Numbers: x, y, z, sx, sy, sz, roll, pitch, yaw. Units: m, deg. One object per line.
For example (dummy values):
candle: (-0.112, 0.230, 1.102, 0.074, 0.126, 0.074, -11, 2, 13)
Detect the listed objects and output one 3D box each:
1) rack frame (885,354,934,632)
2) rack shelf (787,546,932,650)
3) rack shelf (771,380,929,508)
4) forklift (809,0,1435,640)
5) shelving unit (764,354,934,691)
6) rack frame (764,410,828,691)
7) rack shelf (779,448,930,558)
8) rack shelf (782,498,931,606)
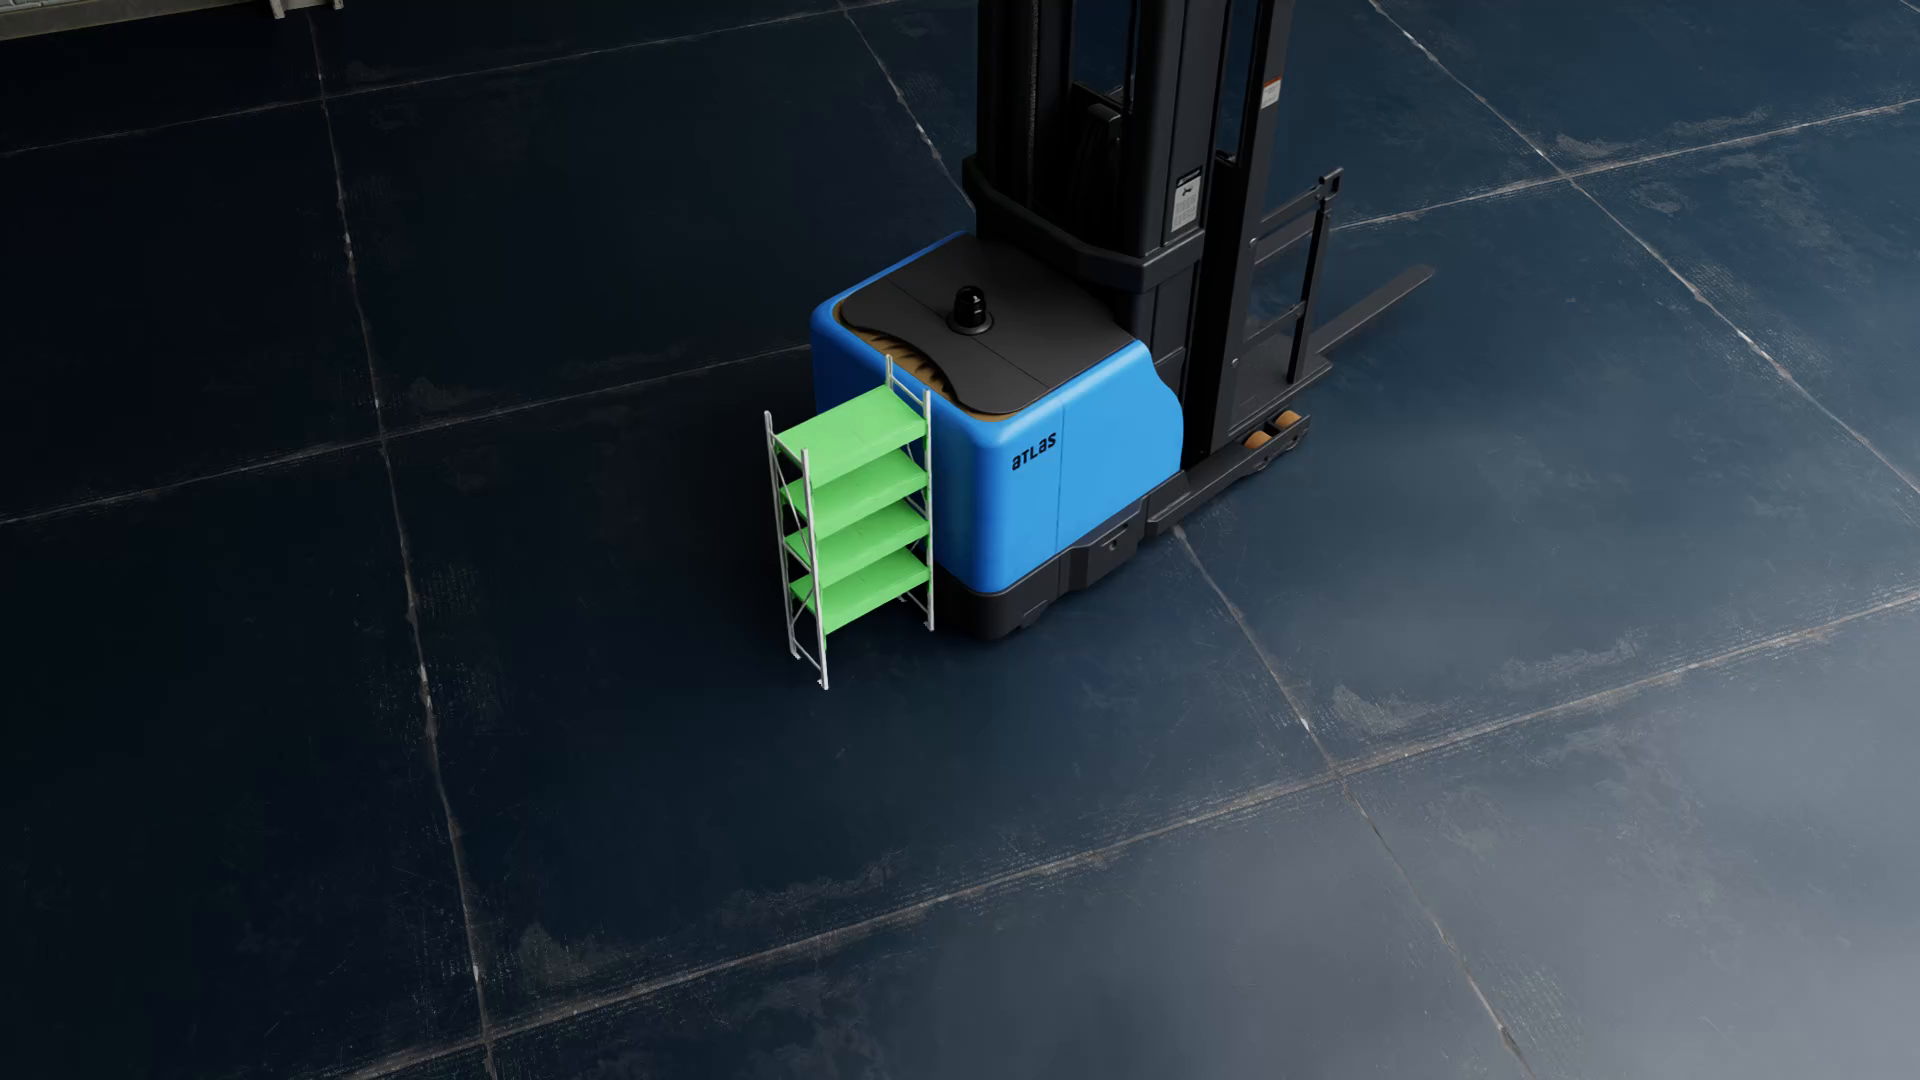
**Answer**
rack frame: (-0.178, -0.140, 6.043, 0.015, 1.200, 0.240, -28, 51, -25)
rack shelf: (-0.373, 0.178, 6.154, 0.480, 0.148, 0.258, -28, 51, -25)
rack shelf: (-0.373, -0.330, 5.645, 0.480, 0.148, 0.258, -28, 51, -25)
forklift: (0.857, -1.575, 6.251, 3.031, 2.935, 1.130, -33, 54, -29)
shelving unit: (-0.373, -0.036, 5.939, 0.503, 1.200, 0.258, -28, 51, -25)
rack frame: (-0.568, 0.067, 5.836, 0.015, 1.200, 0.240, -28, 51, -25)
rack shelf: (-0.373, -0.161, 5.814, 0.480, 0.148, 0.258, -28, 51, -25)
rack shelf: (-0.373, 0.009, 5.984, 0.480, 0.148, 0.258, -28, 51, -25)
